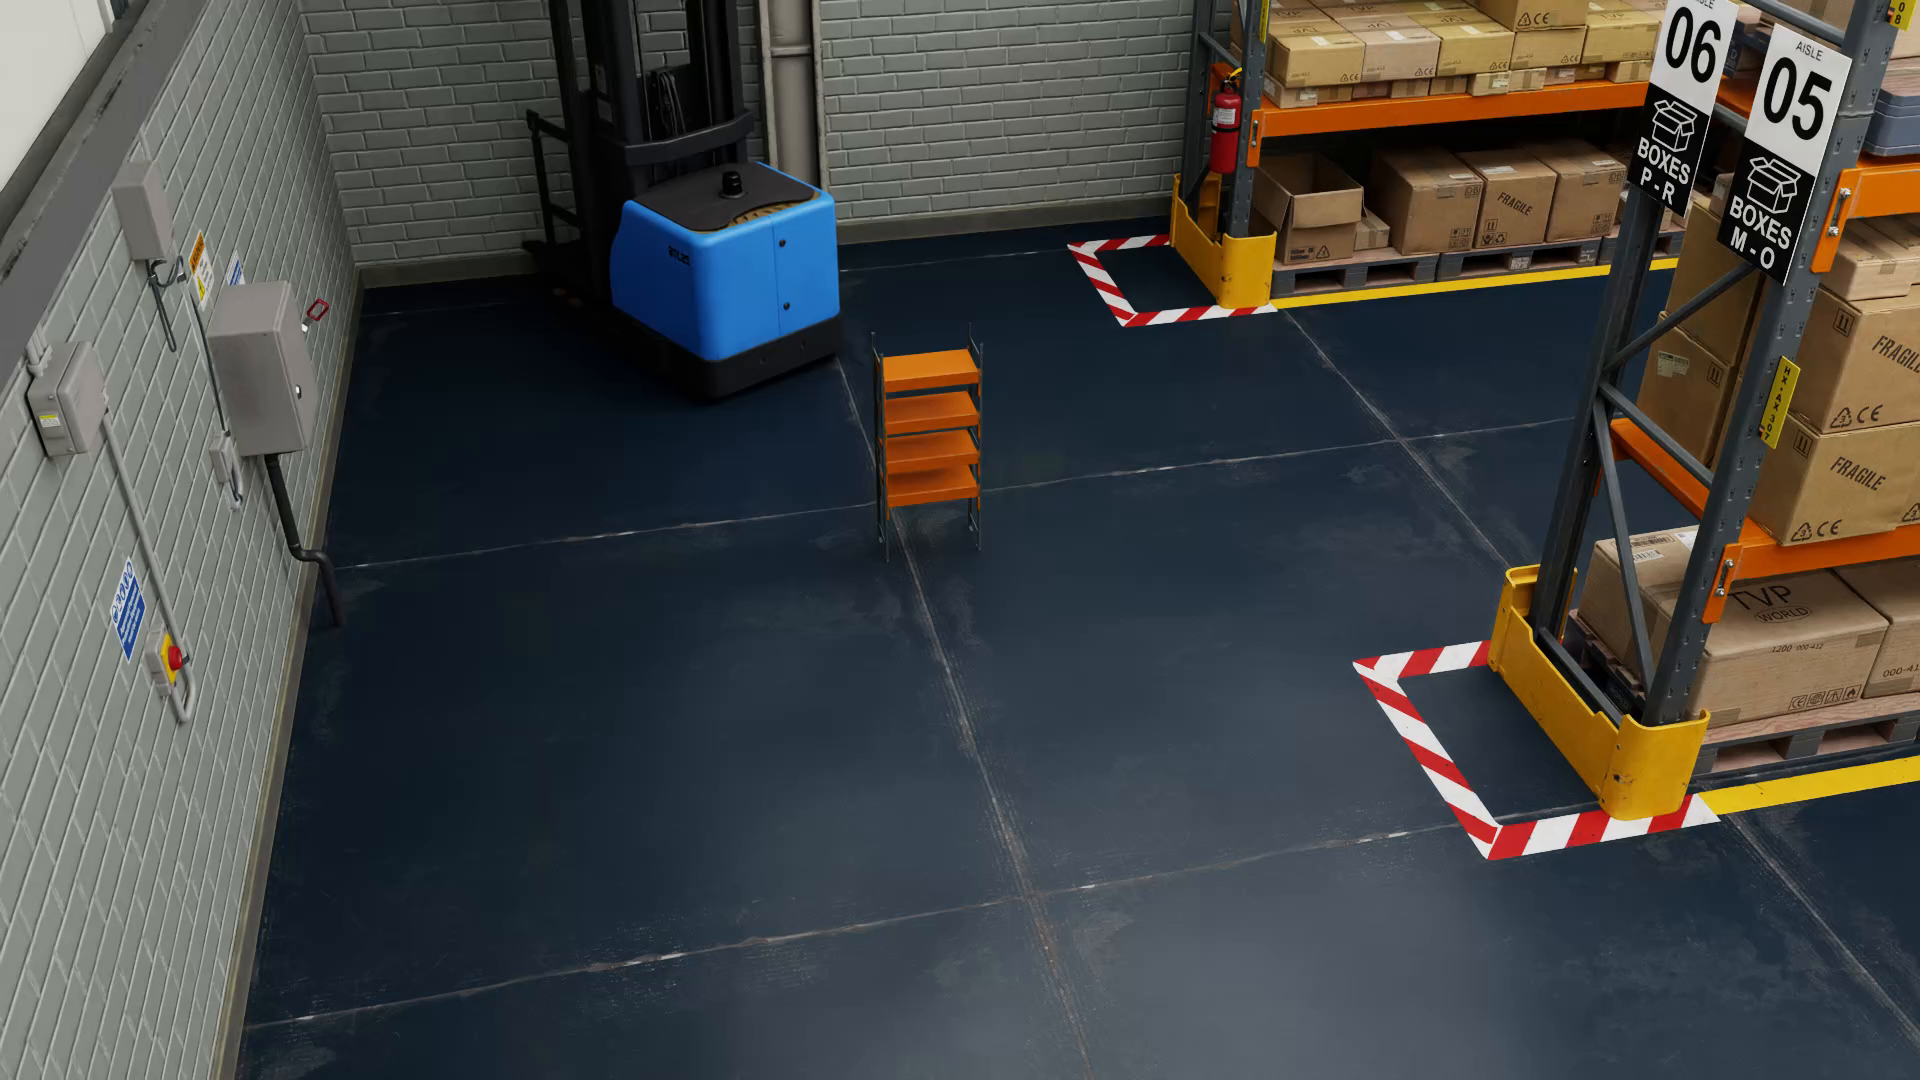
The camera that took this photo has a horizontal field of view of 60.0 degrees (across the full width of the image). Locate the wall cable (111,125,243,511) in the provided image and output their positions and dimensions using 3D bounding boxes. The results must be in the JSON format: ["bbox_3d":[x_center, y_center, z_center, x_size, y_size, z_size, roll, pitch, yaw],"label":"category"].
[{"bbox_3d":[-3.013,-0.884,6.464,0.122,1.984,0.588,-7,35,-11],"label":"wall cable"}]

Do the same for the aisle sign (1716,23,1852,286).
[{"bbox_3d":[2.800,-1.312,5.680,0.004,0.787,0.394,-7,35,-11],"label":"aisle sign"}]

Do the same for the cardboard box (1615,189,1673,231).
[{"bbox_3d":[4.782,-2.355,11.644,0.258,0.266,0.396,-6,34,-9],"label":"cardboard box"}]

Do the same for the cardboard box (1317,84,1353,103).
[{"bbox_3d":[2.327,-2.940,10.664,0.250,0.149,0.380,-6,34,-9],"label":"cardboard box"}]

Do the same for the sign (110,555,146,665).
[{"bbox_3d":[-2.738,0.228,5.475,0.001,0.218,0.327,-7,35,-11],"label":"sign"}]

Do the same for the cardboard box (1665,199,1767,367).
[{"bbox_3d":[3.224,-1.044,6.627,0.500,0.500,0.500,-6,34,-9],"label":"cardboard box"}]

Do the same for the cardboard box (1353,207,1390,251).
[{"bbox_3d":[2.748,-2.142,11.431,0.250,0.149,0.380,-9,35,-12],"label":"cardboard box"}]

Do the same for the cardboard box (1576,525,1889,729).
[{"bbox_3d":[3.428,0.355,7.451,0.875,0.438,0.875,-8,35,-12],"label":"cardboard box"}]

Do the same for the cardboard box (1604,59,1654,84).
[{"bbox_3d":[4.352,-3.154,10.984,0.250,0.149,0.380,-8,35,-11],"label":"cardboard box"}]

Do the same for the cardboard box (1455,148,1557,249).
[{"bbox_3d":[3.705,-2.351,11.428,0.500,0.500,0.500,-7,34,-10],"label":"cardboard box"}]

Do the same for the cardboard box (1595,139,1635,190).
[{"bbox_3d":[4.912,-2.693,12.107,0.500,0.311,0.500,-6,34,-9],"label":"cardboard box"}]

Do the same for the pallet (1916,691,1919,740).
[{"bbox_3d":[4.756,0.470,7.860,1.213,0.211,1.003,-7,35,-11],"label":"pallet"}]

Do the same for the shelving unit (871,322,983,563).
[{"bbox_3d":[-0.161,-0.478,8.385,0.503,1.200,0.258,-7,35,-11],"label":"shelving unit"}]

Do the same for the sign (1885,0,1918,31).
[{"bbox_3d":[2.923,-1.738,5.101,0.005,0.325,0.100,-7,35,-11],"label":"sign"}]

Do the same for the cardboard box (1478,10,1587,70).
[{"bbox_3d":[3.689,-3.267,10.795,0.500,0.250,0.500,-8,35,-12],"label":"cardboard box"}]

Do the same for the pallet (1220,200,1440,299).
[{"bbox_3d":[2.559,-2.046,11.610,1.213,0.211,1.003,-7,35,-11],"label":"pallet"}]

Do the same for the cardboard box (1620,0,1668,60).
[{"bbox_3d":[4.681,-3.384,10.969,0.500,0.250,0.500,-7,35,-10],"label":"cardboard box"}]

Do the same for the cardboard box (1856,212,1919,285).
[{"bbox_3d":[3.453,-1.089,6.112,0.250,0.149,0.380,-6,34,-9],"label":"cardboard box"}]

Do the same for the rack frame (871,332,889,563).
[{"bbox_3d":[-0.399,-0.448,8.341,0.015,1.200,0.240,-7,35,-11],"label":"rack frame"}]

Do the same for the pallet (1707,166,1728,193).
[{"bbox_3d":[6.394,-2.551,12.361,1.213,0.211,1.003,-7,35,-11],"label":"pallet"}]

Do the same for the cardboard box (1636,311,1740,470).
[{"bbox_3d":[3.218,-0.644,6.927,0.500,0.500,0.500,-7,34,-10],"label":"cardboard box"}]

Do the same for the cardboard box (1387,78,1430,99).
[{"bbox_3d":[2.835,-2.989,10.737,0.250,0.149,0.380,-6,34,-9],"label":"cardboard box"}]

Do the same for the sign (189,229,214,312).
[{"bbox_3d":[-3.199,-1.140,7.016,0.001,0.242,0.339,-7,35,-11],"label":"sign"}]

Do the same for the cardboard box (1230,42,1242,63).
[{"bbox_3d":[1.972,-3.179,11.020,0.250,0.149,0.380,-8,35,-11],"label":"cardboard box"}]

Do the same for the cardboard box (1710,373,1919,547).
[{"bbox_3d":[3.338,-0.343,6.480,0.500,0.500,0.500,-7,35,-11],"label":"cardboard box"}]

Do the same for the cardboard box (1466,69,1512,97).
[{"bbox_3d":[3.356,-3.015,10.776,0.250,0.149,0.380,-8,35,-12],"label":"cardboard box"}]

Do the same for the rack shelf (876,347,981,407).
[{"bbox_3d":[-0.161,-0.804,8.166,0.480,0.148,0.258,-7,35,-11],"label":"rack shelf"}]

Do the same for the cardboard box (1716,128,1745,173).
[{"bbox_3d":[6.023,-2.945,12.314,0.500,0.500,0.500,-7,35,-11],"label":"cardboard box"}]

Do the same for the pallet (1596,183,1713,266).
[{"bbox_3d":[4.939,-2.346,12.057,1.213,0.211,1.003,-7,35,-11],"label":"pallet"}]

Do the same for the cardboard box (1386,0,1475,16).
[{"bbox_3d":[3.085,-3.479,11.111,0.500,0.250,0.500,-6,34,-9],"label":"cardboard box"}]

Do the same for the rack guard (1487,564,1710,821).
[{"bbox_3d":[2.783,0.642,7.345,0.348,0.500,1.175,-7,35,-11],"label":"rack guard"}]

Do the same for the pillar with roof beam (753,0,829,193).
[{"bbox_3d":[-0.171,-3.406,5.750,0.400,9.000,9.100,-7,35,-11],"label":"pillar with roof beam"}]

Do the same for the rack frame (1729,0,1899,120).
[{"bbox_3d":[2.806,-2.890,4.981,0.127,3.000,1.000,-7,35,-11],"label":"rack frame"}]

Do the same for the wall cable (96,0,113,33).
[{"bbox_3d":[-2.843,-2.447,4.320,0.029,3.000,2.355,-7,35,-11],"label":"wall cable"}]

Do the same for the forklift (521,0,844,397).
[{"bbox_3d":[-2.090,-2.802,10.295,1.130,2.935,3.031,-27,42,-34],"label":"forklift"}]

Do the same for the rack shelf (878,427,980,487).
[{"bbox_3d":[-0.161,-0.422,8.423,0.480,0.148,0.258,-7,35,-11],"label":"rack shelf"}]

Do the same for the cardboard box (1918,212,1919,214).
[{"bbox_3d":[3.588,-1.400,6.575,0.250,0.149,0.380,-8,35,-11],"label":"cardboard box"}]

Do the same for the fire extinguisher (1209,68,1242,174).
[{"bbox_3d":[1.666,-2.640,10.396,0.183,0.674,0.296,-7,35,-11],"label":"fire extinguisher"}]

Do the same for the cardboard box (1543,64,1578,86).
[{"bbox_3d":[3.845,-3.127,10.944,0.250,0.149,0.380,-7,35,-11],"label":"cardboard box"}]

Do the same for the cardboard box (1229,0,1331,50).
[{"bbox_3d":[2.098,-3.358,10.930,0.500,0.250,0.500,-6,34,-9],"label":"cardboard box"}]

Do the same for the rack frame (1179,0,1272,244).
[{"bbox_3d":[1.708,-3.096,10.672,0.127,3.000,1.000,-7,35,-11],"label":"rack frame"}]

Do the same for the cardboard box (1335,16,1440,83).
[{"bbox_3d":[2.701,-3.129,10.588,0.500,0.250,0.500,-7,34,-10],"label":"cardboard box"}]

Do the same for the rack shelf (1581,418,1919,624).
[{"bbox_3d":[4.757,-0.346,7.219,4.000,0.370,1.077,-7,35,-11],"label":"rack shelf"}]
